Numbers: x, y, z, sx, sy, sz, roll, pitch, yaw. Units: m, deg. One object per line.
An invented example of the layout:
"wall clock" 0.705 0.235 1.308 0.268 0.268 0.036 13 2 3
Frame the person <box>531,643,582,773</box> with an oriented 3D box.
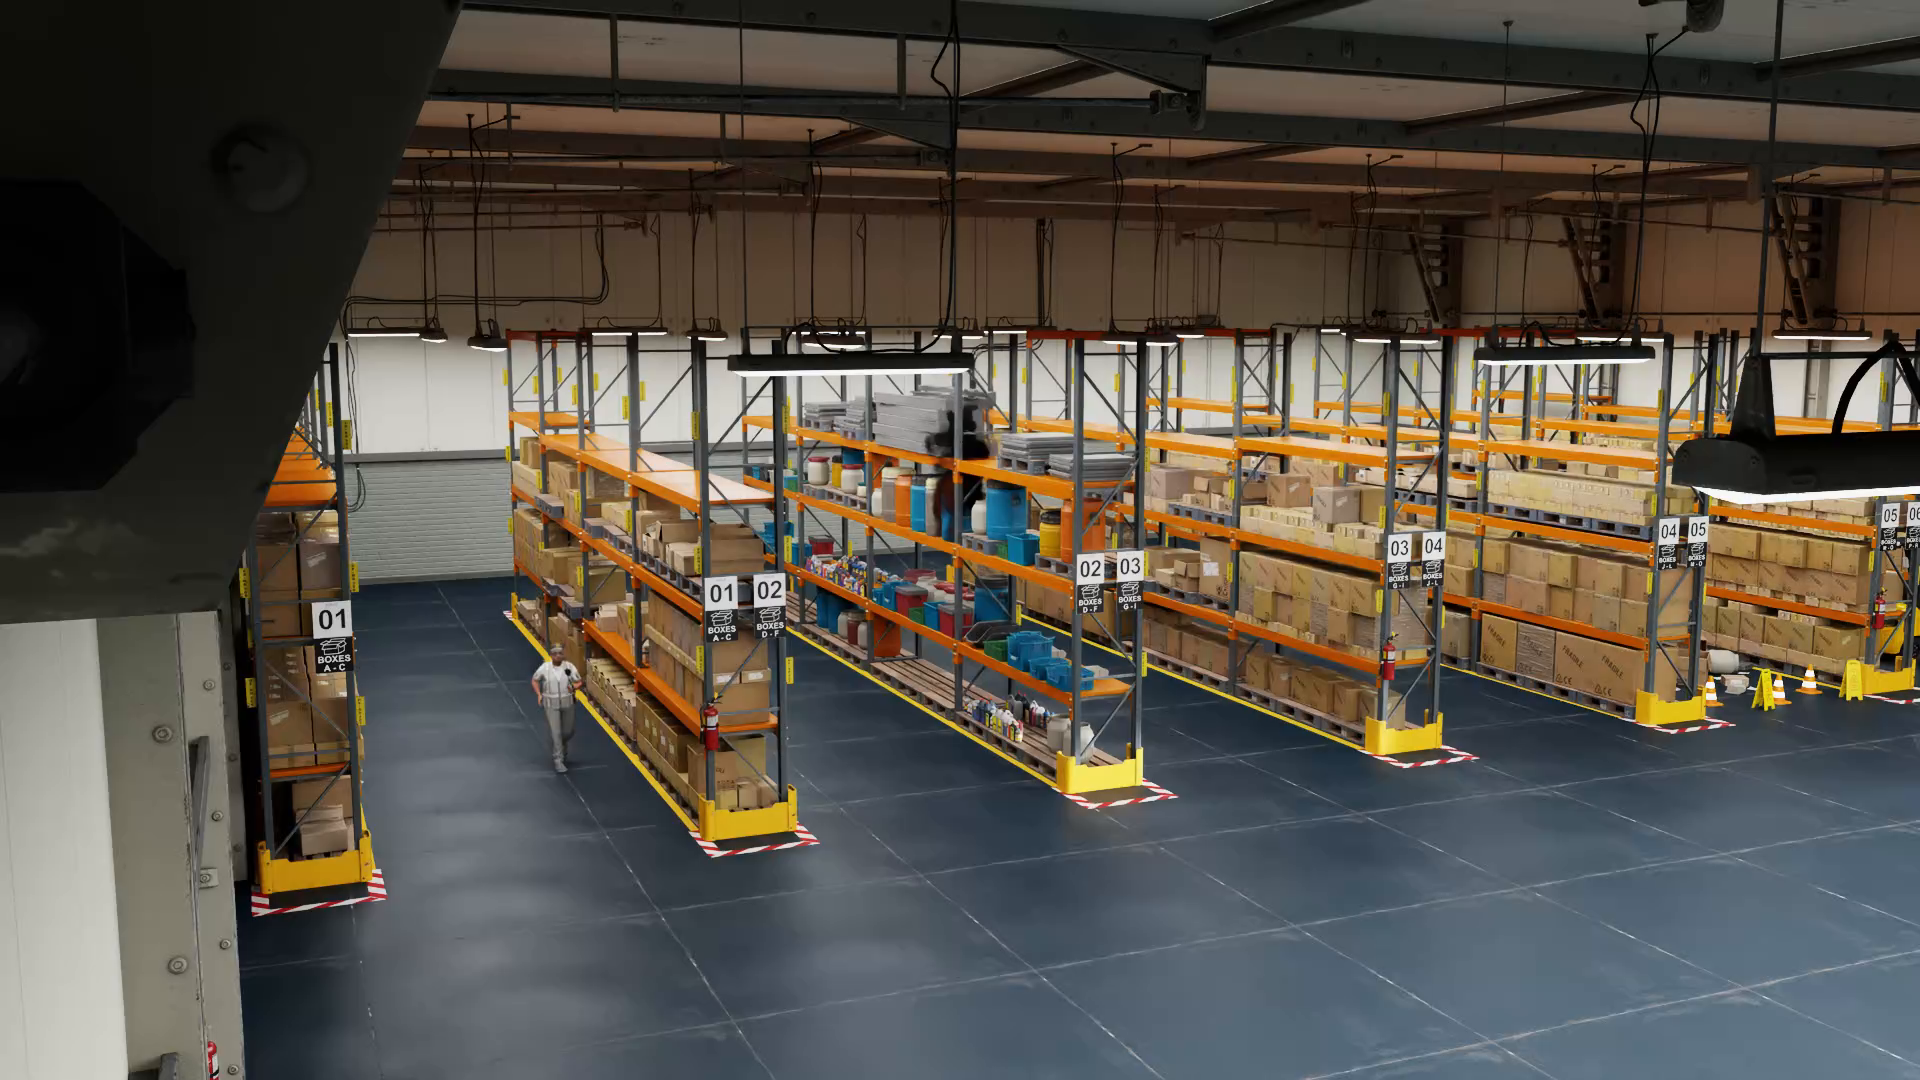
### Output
"person" -5.615 2.296 23.259 0.673 1.750 0.944 -3 8 -23
